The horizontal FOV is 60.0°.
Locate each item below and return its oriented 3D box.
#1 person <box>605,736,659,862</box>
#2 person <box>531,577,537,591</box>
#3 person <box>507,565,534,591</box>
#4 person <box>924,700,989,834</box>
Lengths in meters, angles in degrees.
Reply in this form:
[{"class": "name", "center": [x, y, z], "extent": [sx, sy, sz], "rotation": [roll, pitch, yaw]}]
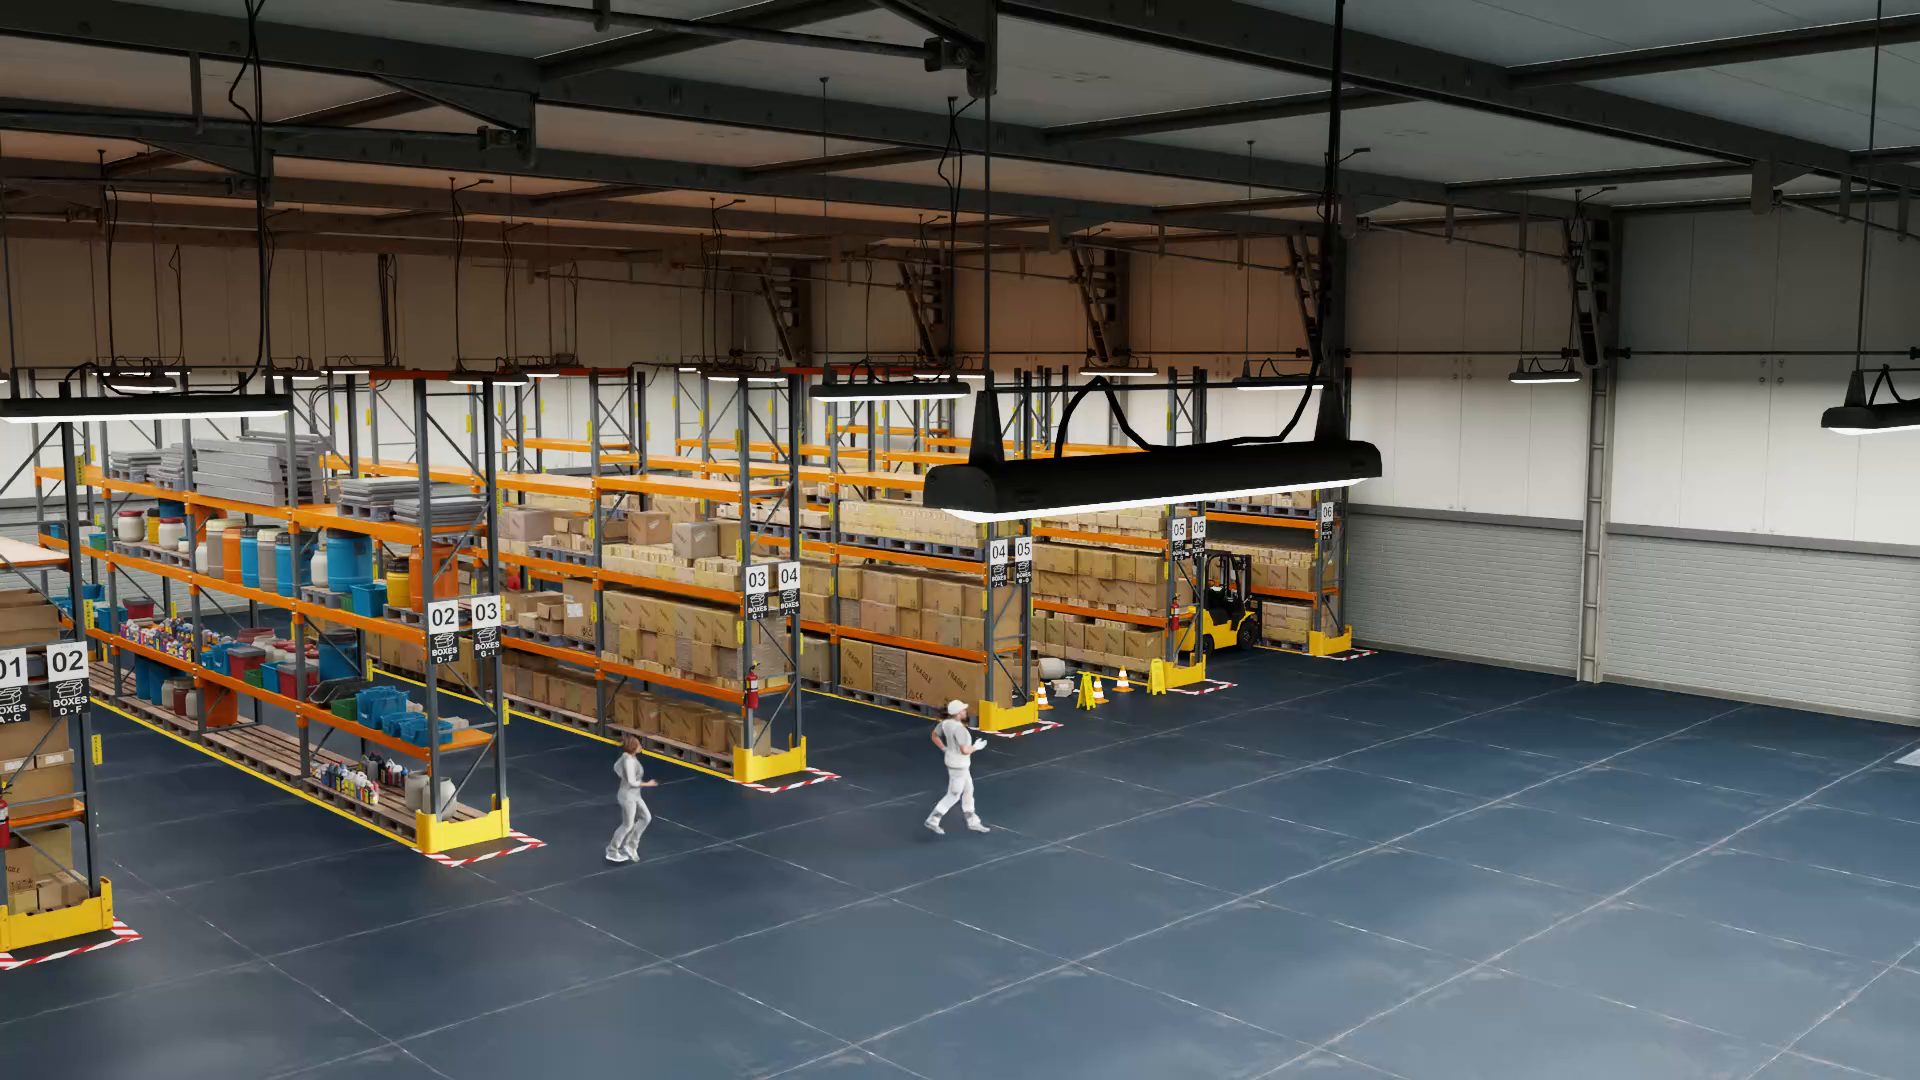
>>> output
[{"class": "person", "center": [-4.073, 3.230, 20.636], "extent": [0.668, 1.630, 0.553], "rotation": [-1, 7, -9]}, {"class": "person", "center": [-10.668, 0.844, 41.143], "extent": [0.587, 1.715, 0.761], "rotation": [1, 7, 13]}, {"class": "person", "center": [-9.624, 1.378, 36.461], "extent": [0.672, 1.735, 0.925], "rotation": [-6, 9, -43]}, {"class": "person", "center": [-0.034, 2.975, 21.663], "extent": [0.920, 1.809, 0.648], "rotation": [-2, 7, -15]}]
